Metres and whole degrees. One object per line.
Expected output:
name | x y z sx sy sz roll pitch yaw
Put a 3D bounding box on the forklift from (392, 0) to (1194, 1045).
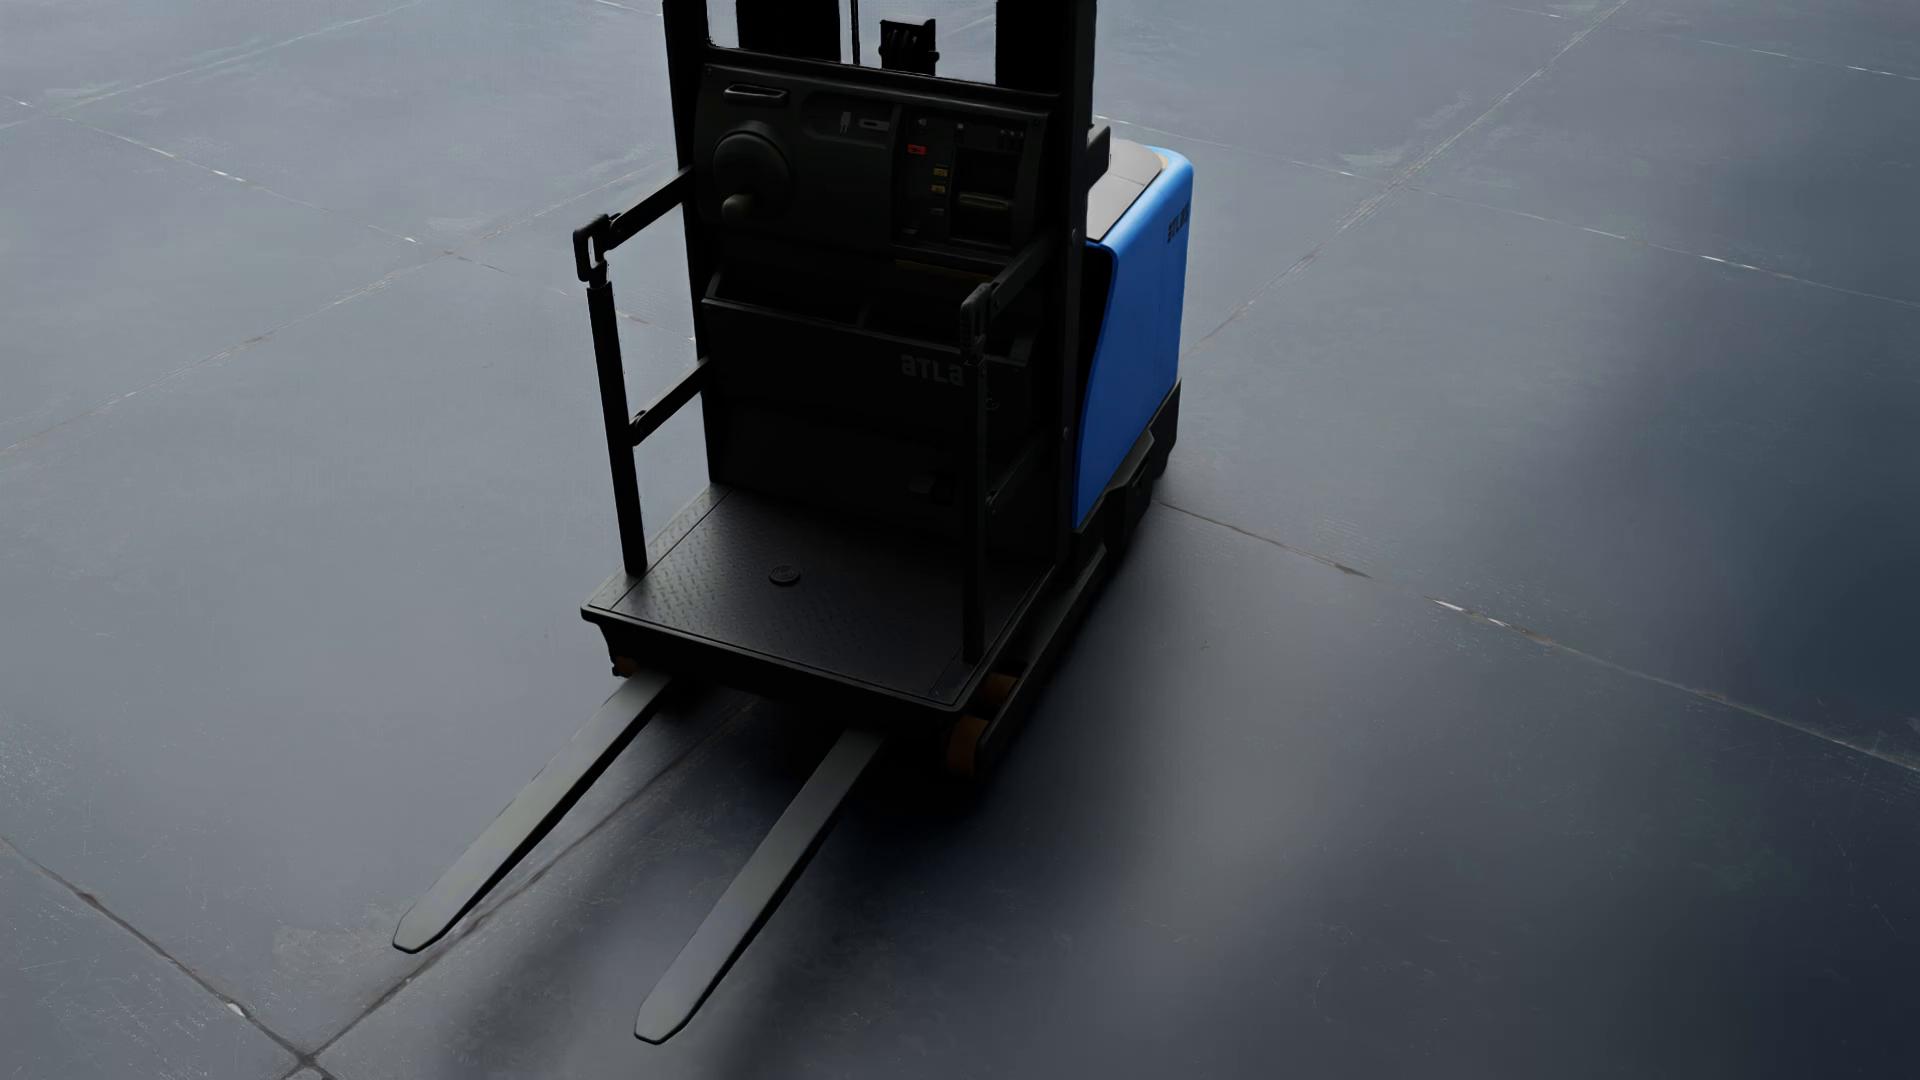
forklift | -0.316 -0.866 3.914 1.130 2.935 3.031 14 36 19
